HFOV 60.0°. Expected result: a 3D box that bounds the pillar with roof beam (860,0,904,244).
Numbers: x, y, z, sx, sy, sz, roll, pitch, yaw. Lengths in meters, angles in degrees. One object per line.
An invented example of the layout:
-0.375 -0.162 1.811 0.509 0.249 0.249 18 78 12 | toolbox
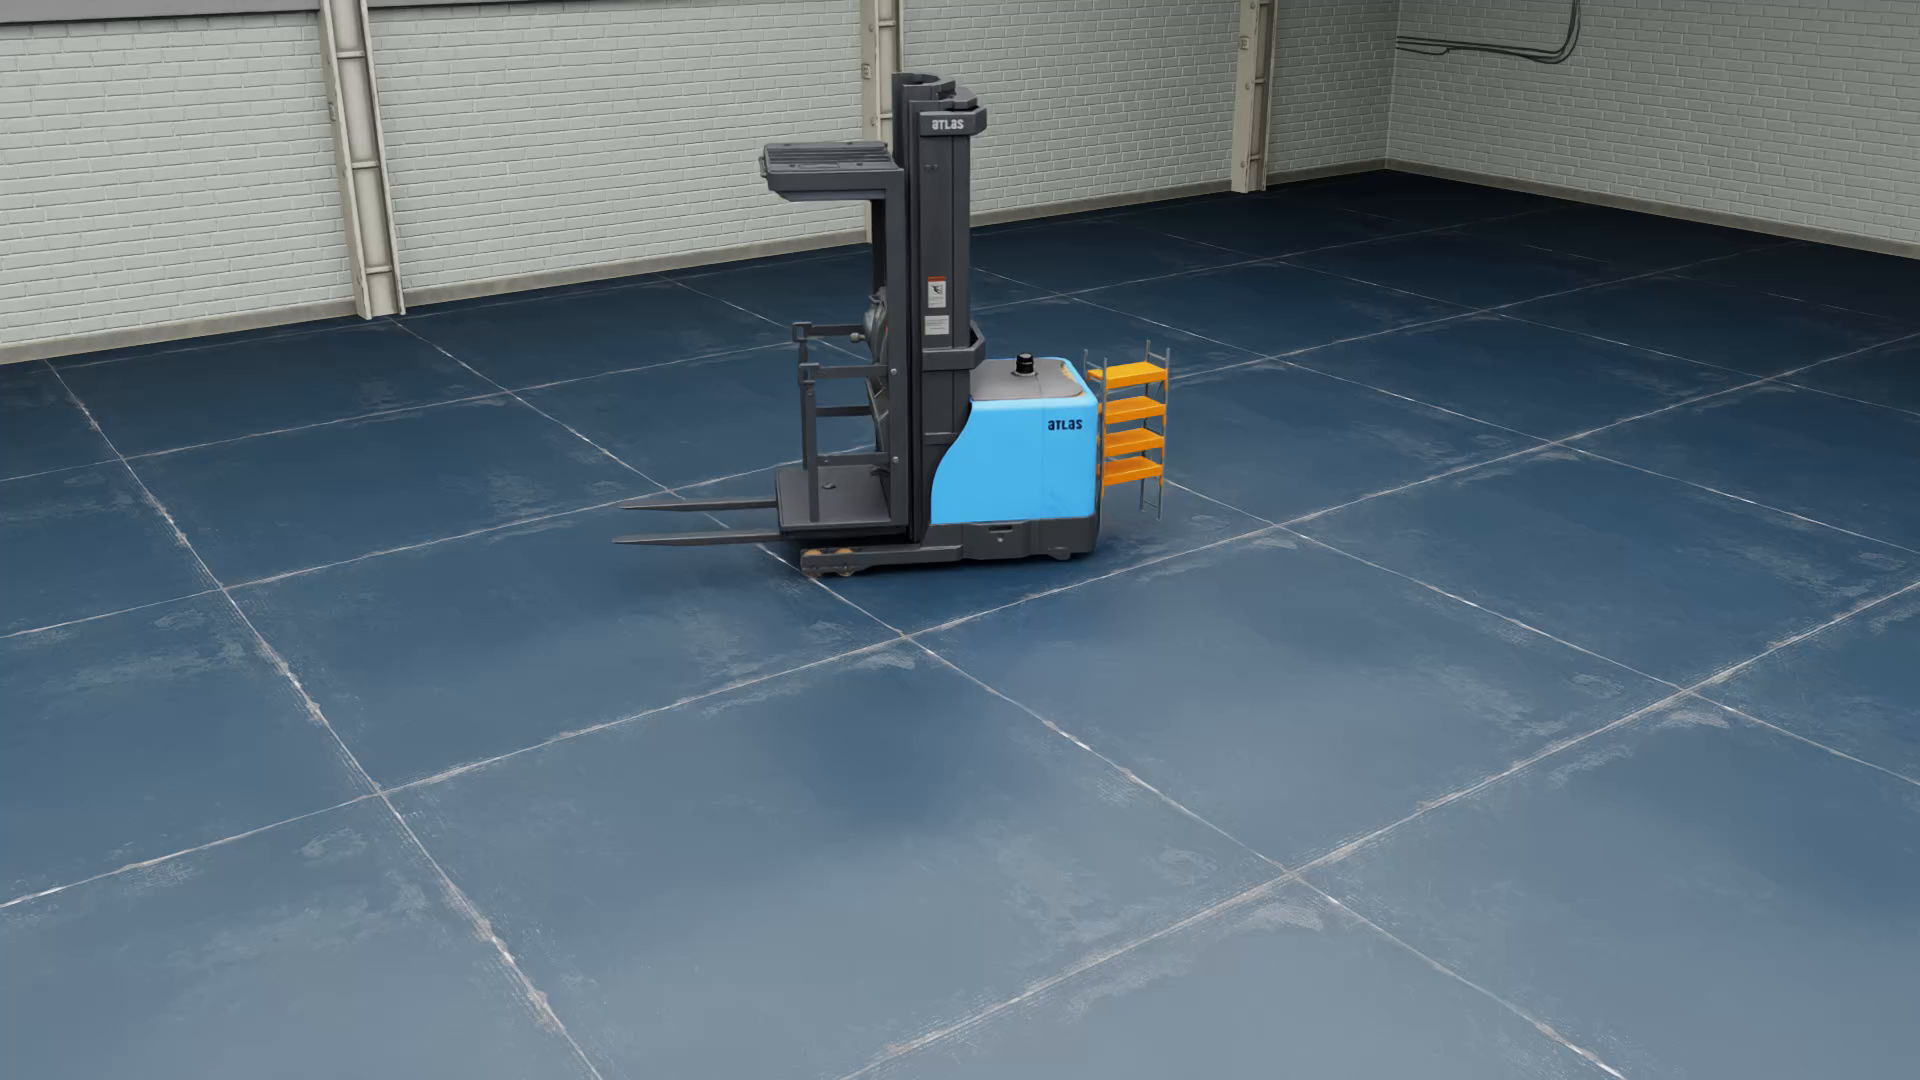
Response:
1.630 -6.434 14.878 0.400 9.000 9.100 -15 26 -33 | pillar with roof beam

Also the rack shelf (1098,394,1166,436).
1.082 -0.823 10.918 0.480 0.148 0.258 -12 25 -27 | rack shelf

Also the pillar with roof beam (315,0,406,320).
-3.240 -5.135 11.624 0.400 9.000 9.100 -15 26 -33 | pillar with roof beam

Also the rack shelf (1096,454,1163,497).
1.082 -0.431 11.074 0.480 0.148 0.258 -12 25 -27 | rack shelf

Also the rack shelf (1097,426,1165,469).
1.082 -0.615 11.001 0.480 0.148 0.258 -12 25 -27 | rack shelf

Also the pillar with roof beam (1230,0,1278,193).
6.501 -7.733 18.133 0.400 9.000 9.100 -15 26 -33 | pillar with roof beam

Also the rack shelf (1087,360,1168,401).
1.082 -1.043 10.830 0.480 0.148 0.258 -12 25 -27 | rack shelf

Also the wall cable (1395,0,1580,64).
7.150 -7.826 22.555 0.112 2.526 3.097 -15 26 -33 | wall cable

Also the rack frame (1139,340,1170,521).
1.295 -0.722 11.086 0.015 1.200 0.240 -12 25 -27 | rack frame

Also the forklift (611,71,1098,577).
-0.694 -1.338 10.294 3.031 2.935 1.130 -3 22 -7 | forklift

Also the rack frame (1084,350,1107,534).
0.868 -0.634 10.866 0.015 1.200 0.240 -12 25 -27 | rack frame

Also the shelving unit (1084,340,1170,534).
1.082 -0.678 10.976 0.503 1.200 0.258 -12 25 -27 | shelving unit
